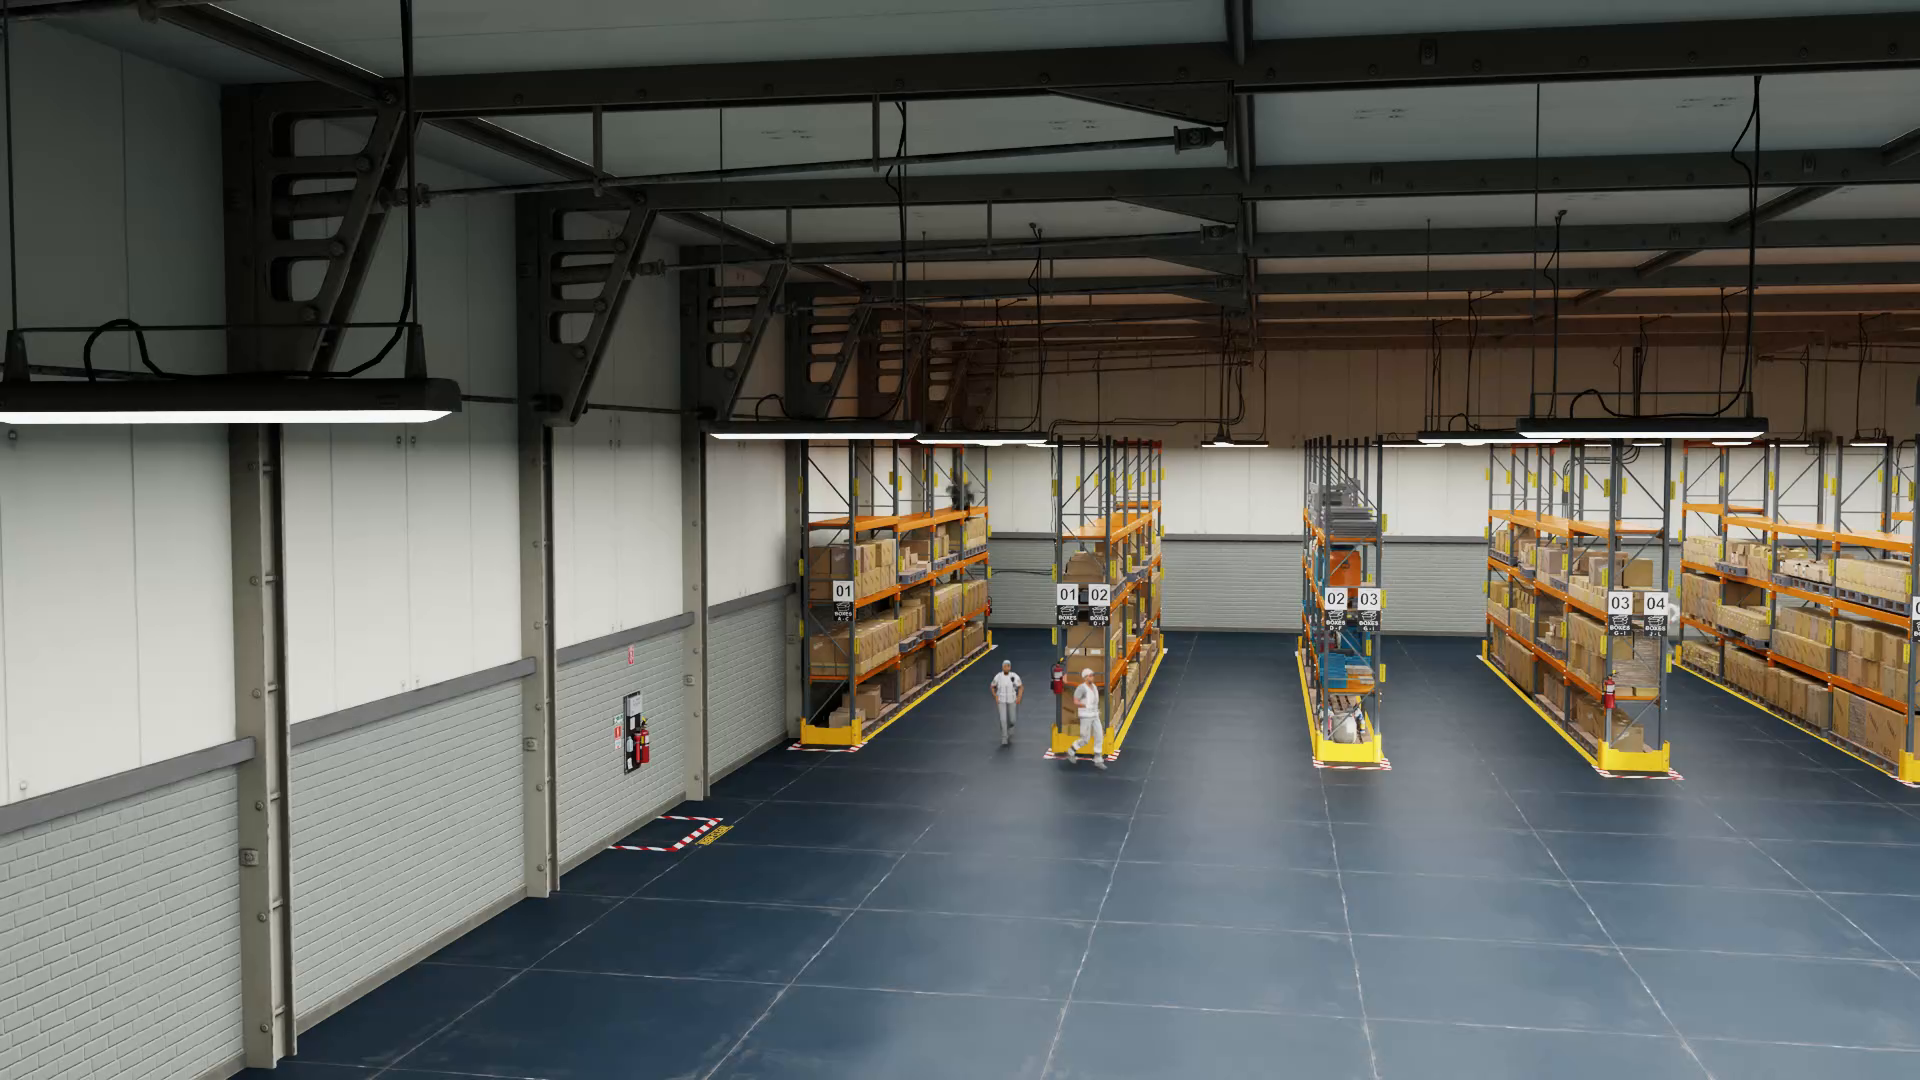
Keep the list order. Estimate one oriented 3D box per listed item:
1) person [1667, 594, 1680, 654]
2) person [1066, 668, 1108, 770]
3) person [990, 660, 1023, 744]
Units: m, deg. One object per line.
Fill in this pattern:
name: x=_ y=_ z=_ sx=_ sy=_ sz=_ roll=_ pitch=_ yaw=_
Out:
person: x=19.301 y=2.377 z=45.606 sx=0.849 sy=1.809 sz=0.764 roll=0 pitch=3 yaw=-8
person: x=2.291 y=3.210 z=29.914 sx=0.850 sy=1.803 sz=0.664 roll=3 pitch=4 yaw=44
person: x=0.912 y=3.152 z=32.520 sx=0.646 sy=1.622 sz=0.630 roll=0 pitch=3 yaw=-1
